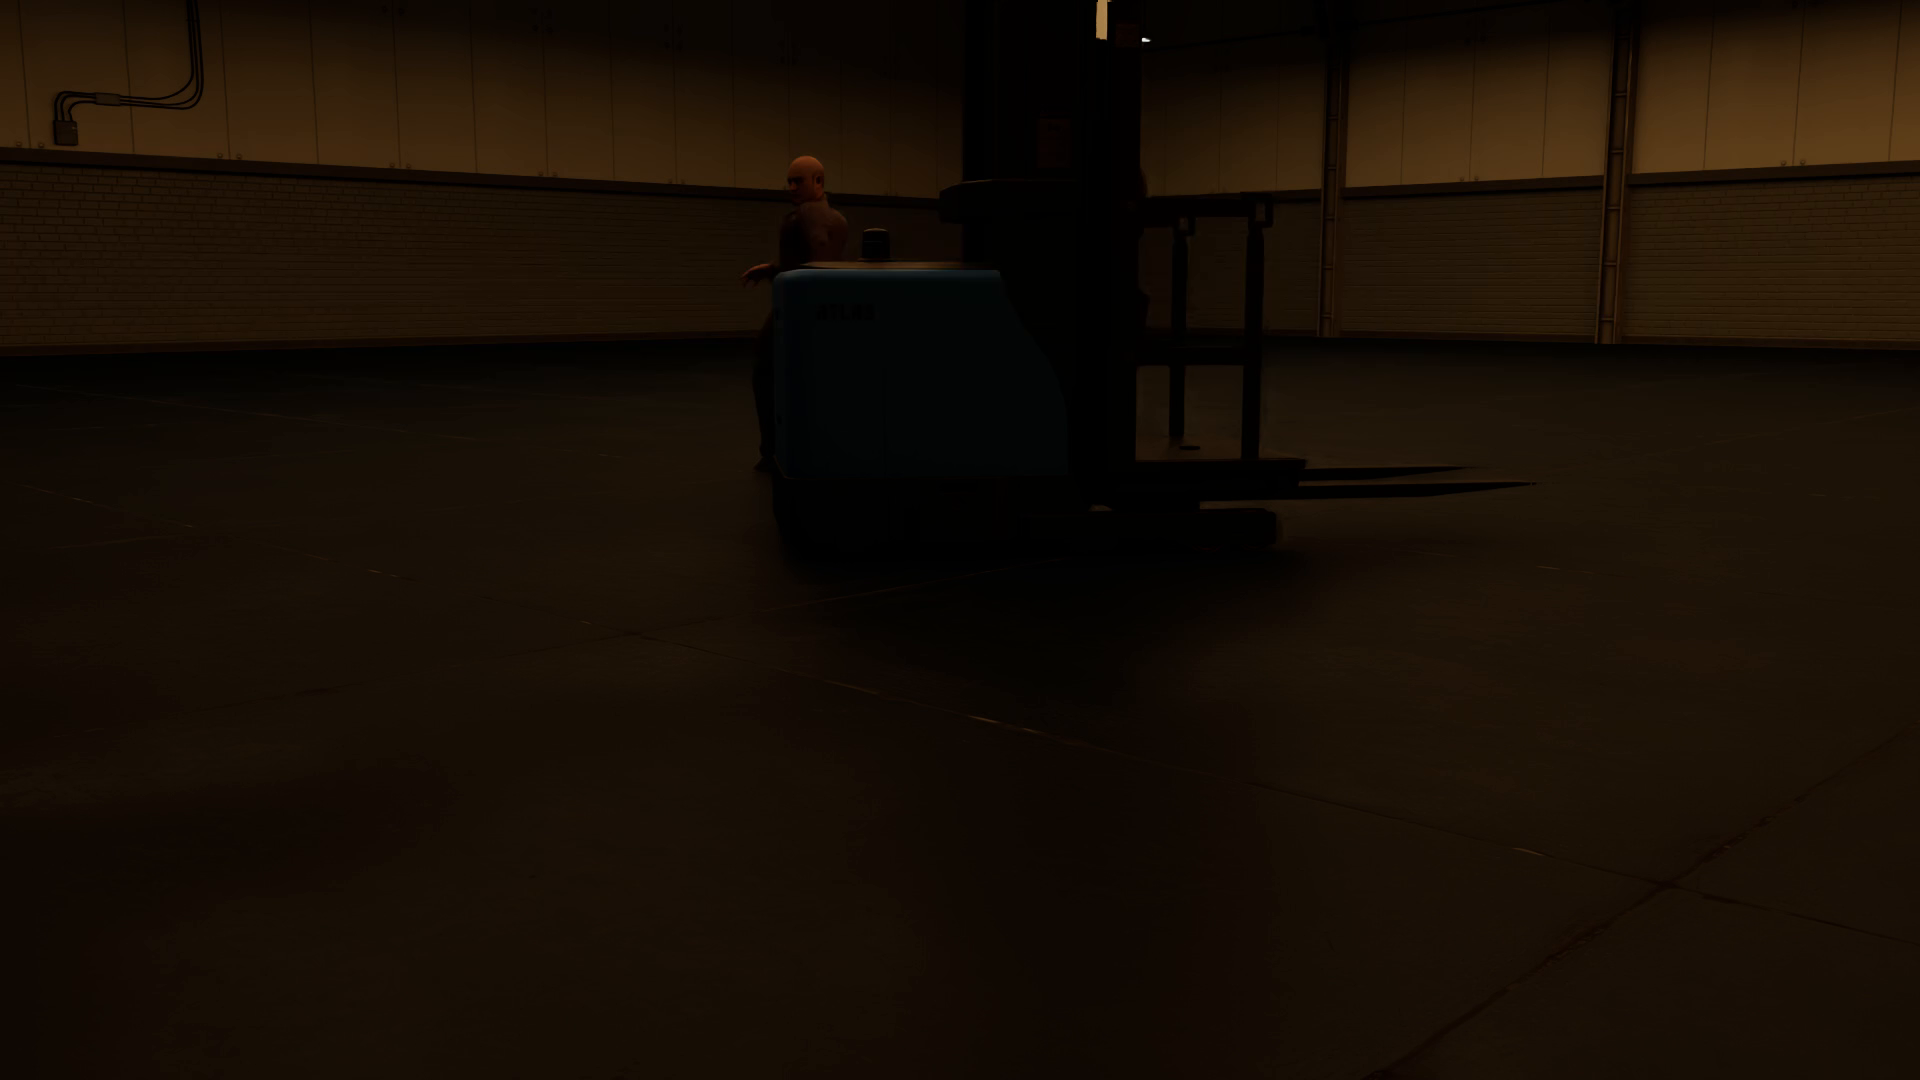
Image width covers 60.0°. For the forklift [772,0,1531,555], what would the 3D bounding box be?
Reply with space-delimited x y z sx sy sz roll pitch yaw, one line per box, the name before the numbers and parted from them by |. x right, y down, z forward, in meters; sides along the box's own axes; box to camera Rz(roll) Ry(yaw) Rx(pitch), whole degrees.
forklift | 0.772 -1.473 6.655 3.031 2.935 1.130 -1 9 -9

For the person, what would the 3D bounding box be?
person | -0.836 -1.171 8.901 1.009 1.727 0.613 8 12 42
